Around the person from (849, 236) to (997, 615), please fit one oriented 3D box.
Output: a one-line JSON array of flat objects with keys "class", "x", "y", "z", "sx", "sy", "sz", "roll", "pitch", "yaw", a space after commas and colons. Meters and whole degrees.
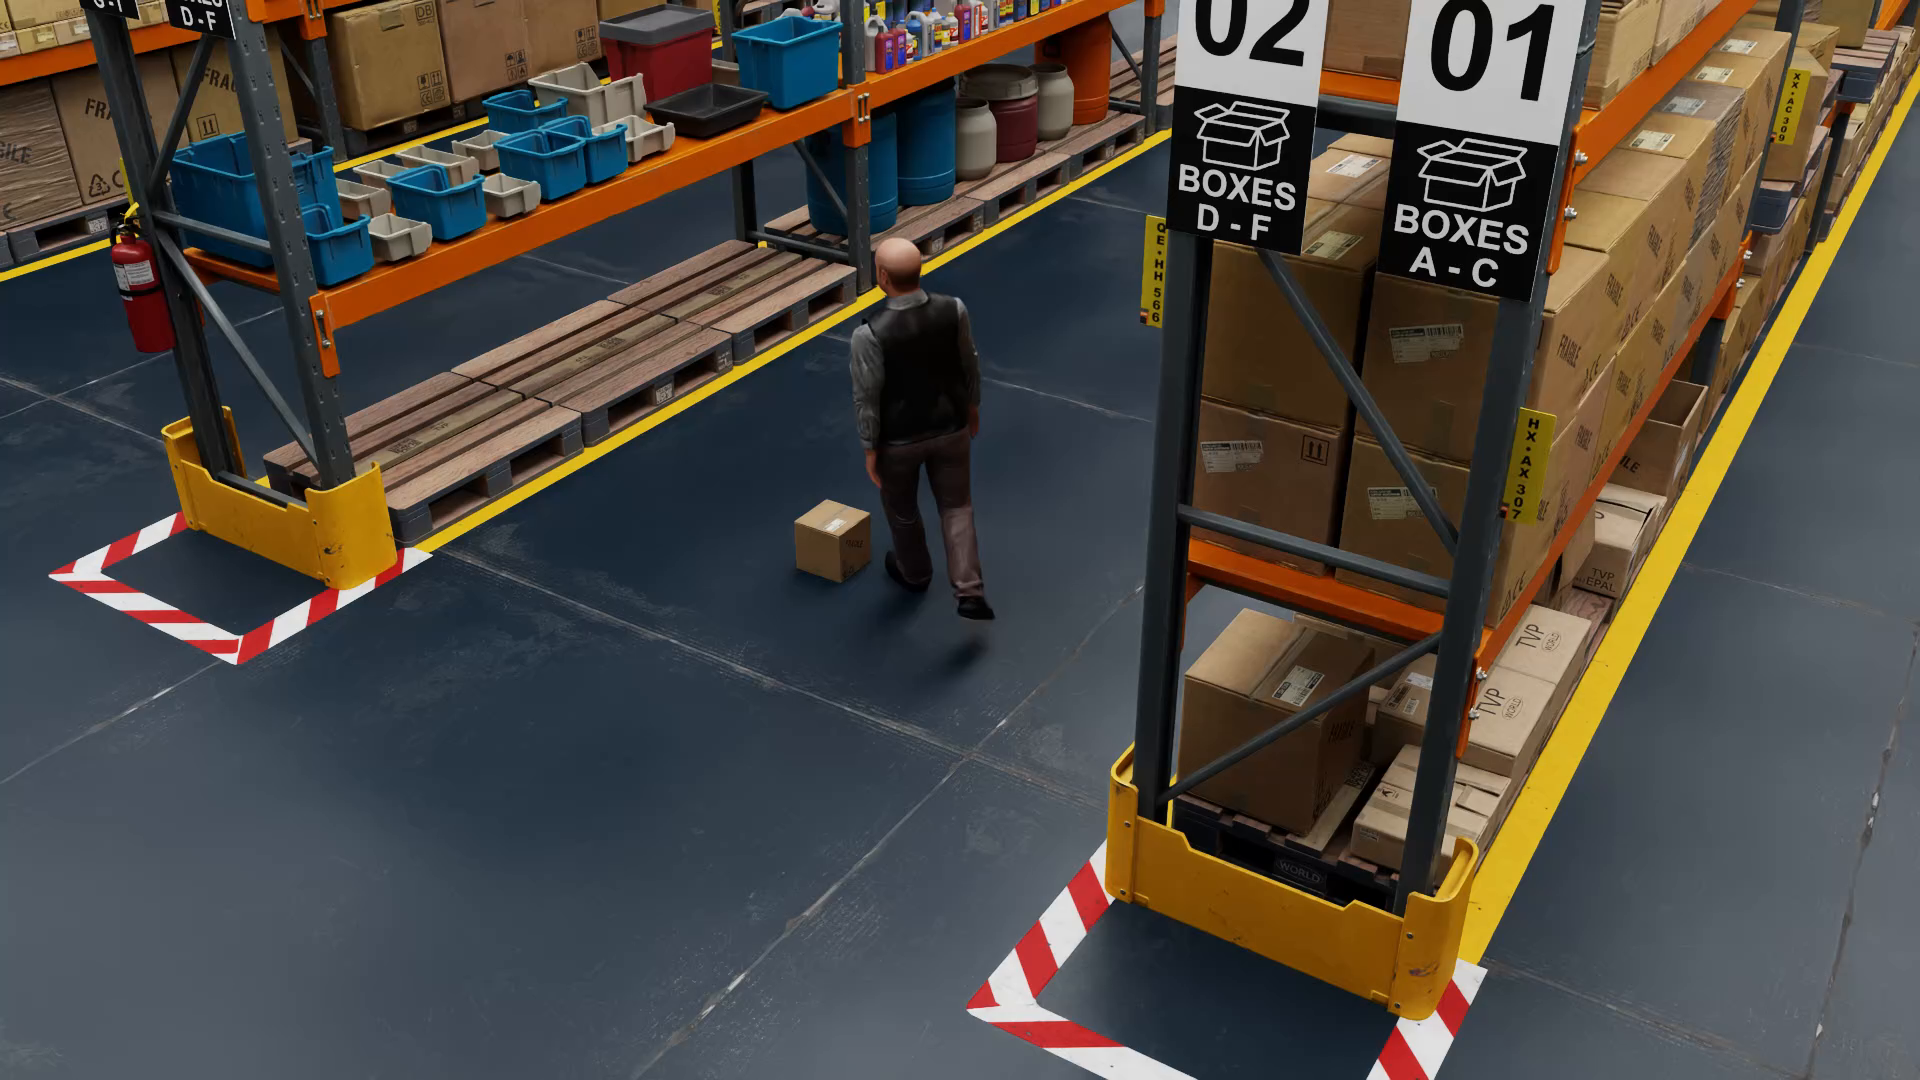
[{"class": "person", "x": -0.156, "y": -0.433, "z": 6.895, "sx": 0.603, "sy": 1.710, "sz": 0.829, "roll": -13, "pitch": 33, "yaw": -21}]
